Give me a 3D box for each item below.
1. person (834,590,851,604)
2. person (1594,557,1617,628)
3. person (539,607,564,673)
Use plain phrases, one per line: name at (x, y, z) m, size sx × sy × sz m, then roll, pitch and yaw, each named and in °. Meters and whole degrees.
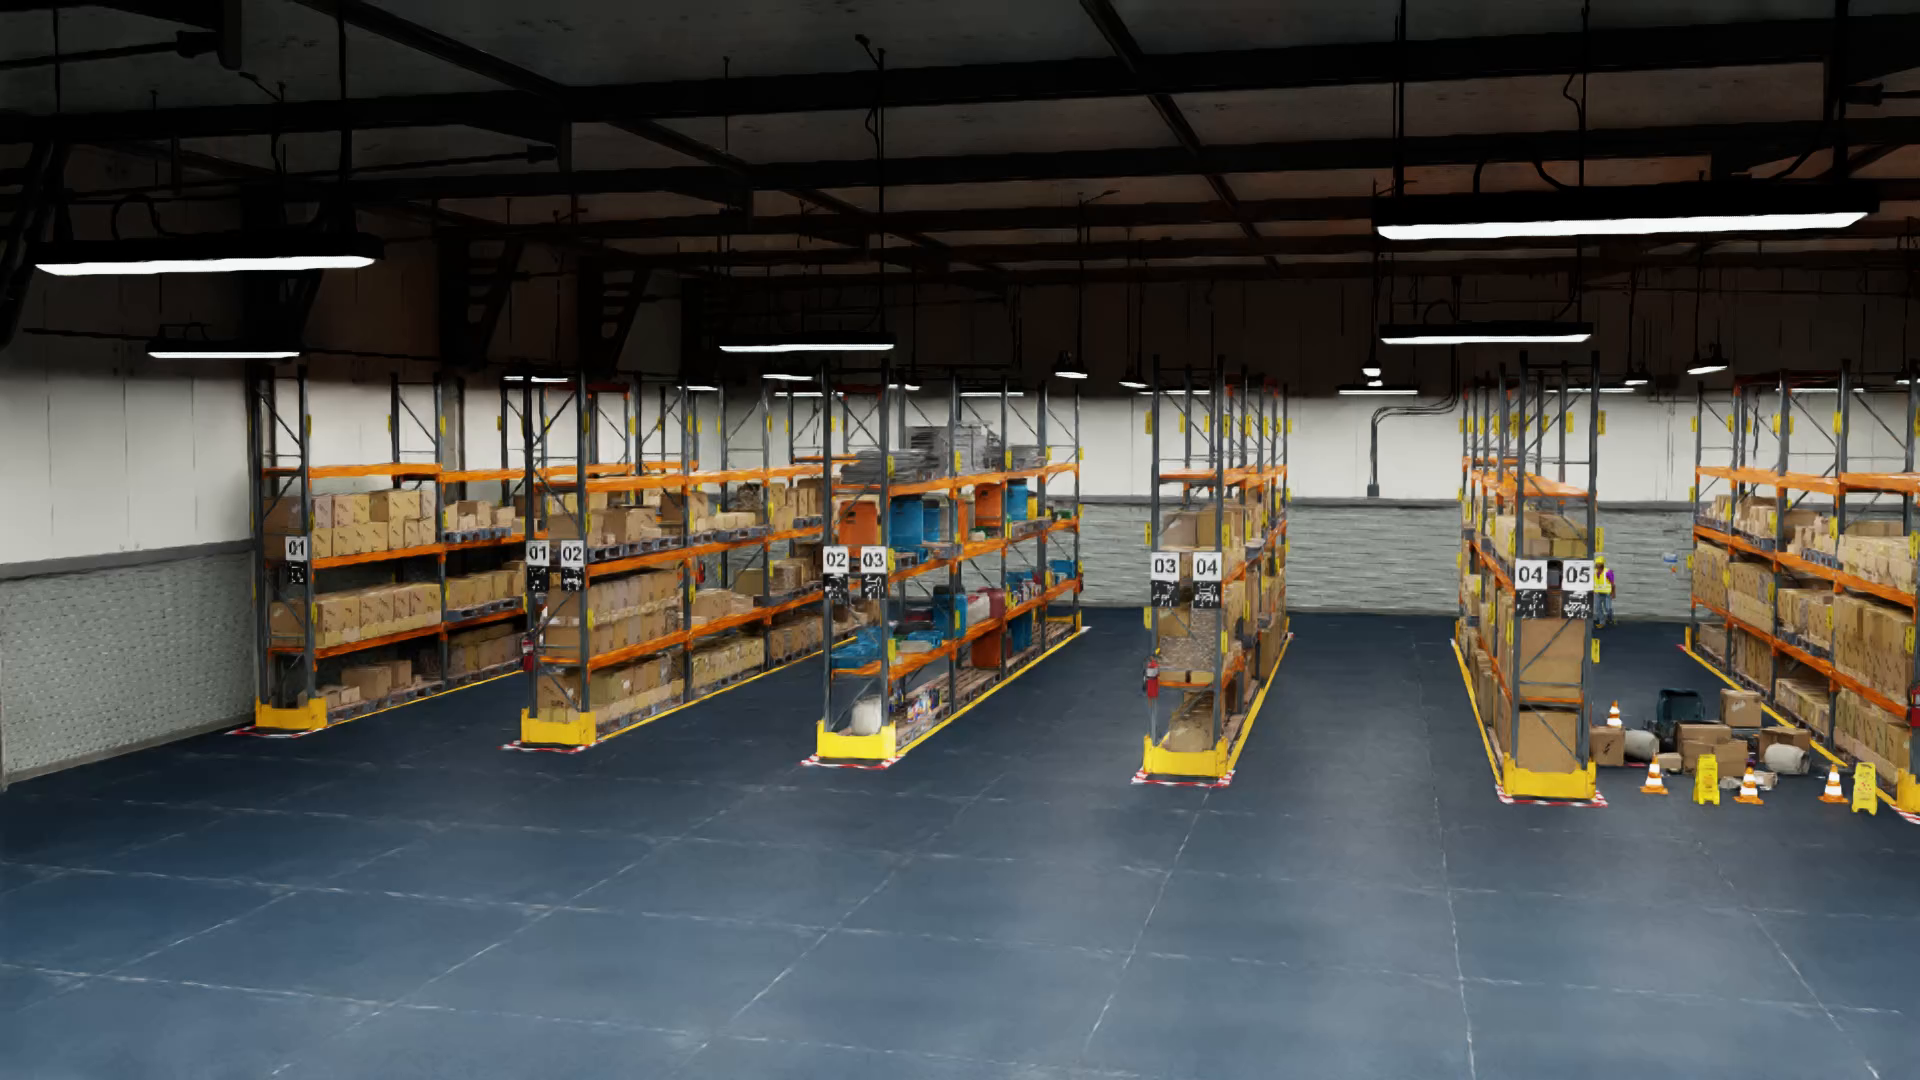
person at (-3.180, 1.043, 45.041) m, size 0.677 × 1.726 × 0.574 m, roll 1°, pitch 4°, yaw 13°
person at (15.959, 1.291, 41.200) m, size 0.579 × 1.753 × 0.611 m, roll -3°, pitch 5°, yaw -40°
person at (-7.918, 1.894, 32.438) m, size 0.554 × 1.724 × 1.031 m, roll 0°, pitch 4°, yaw 6°
